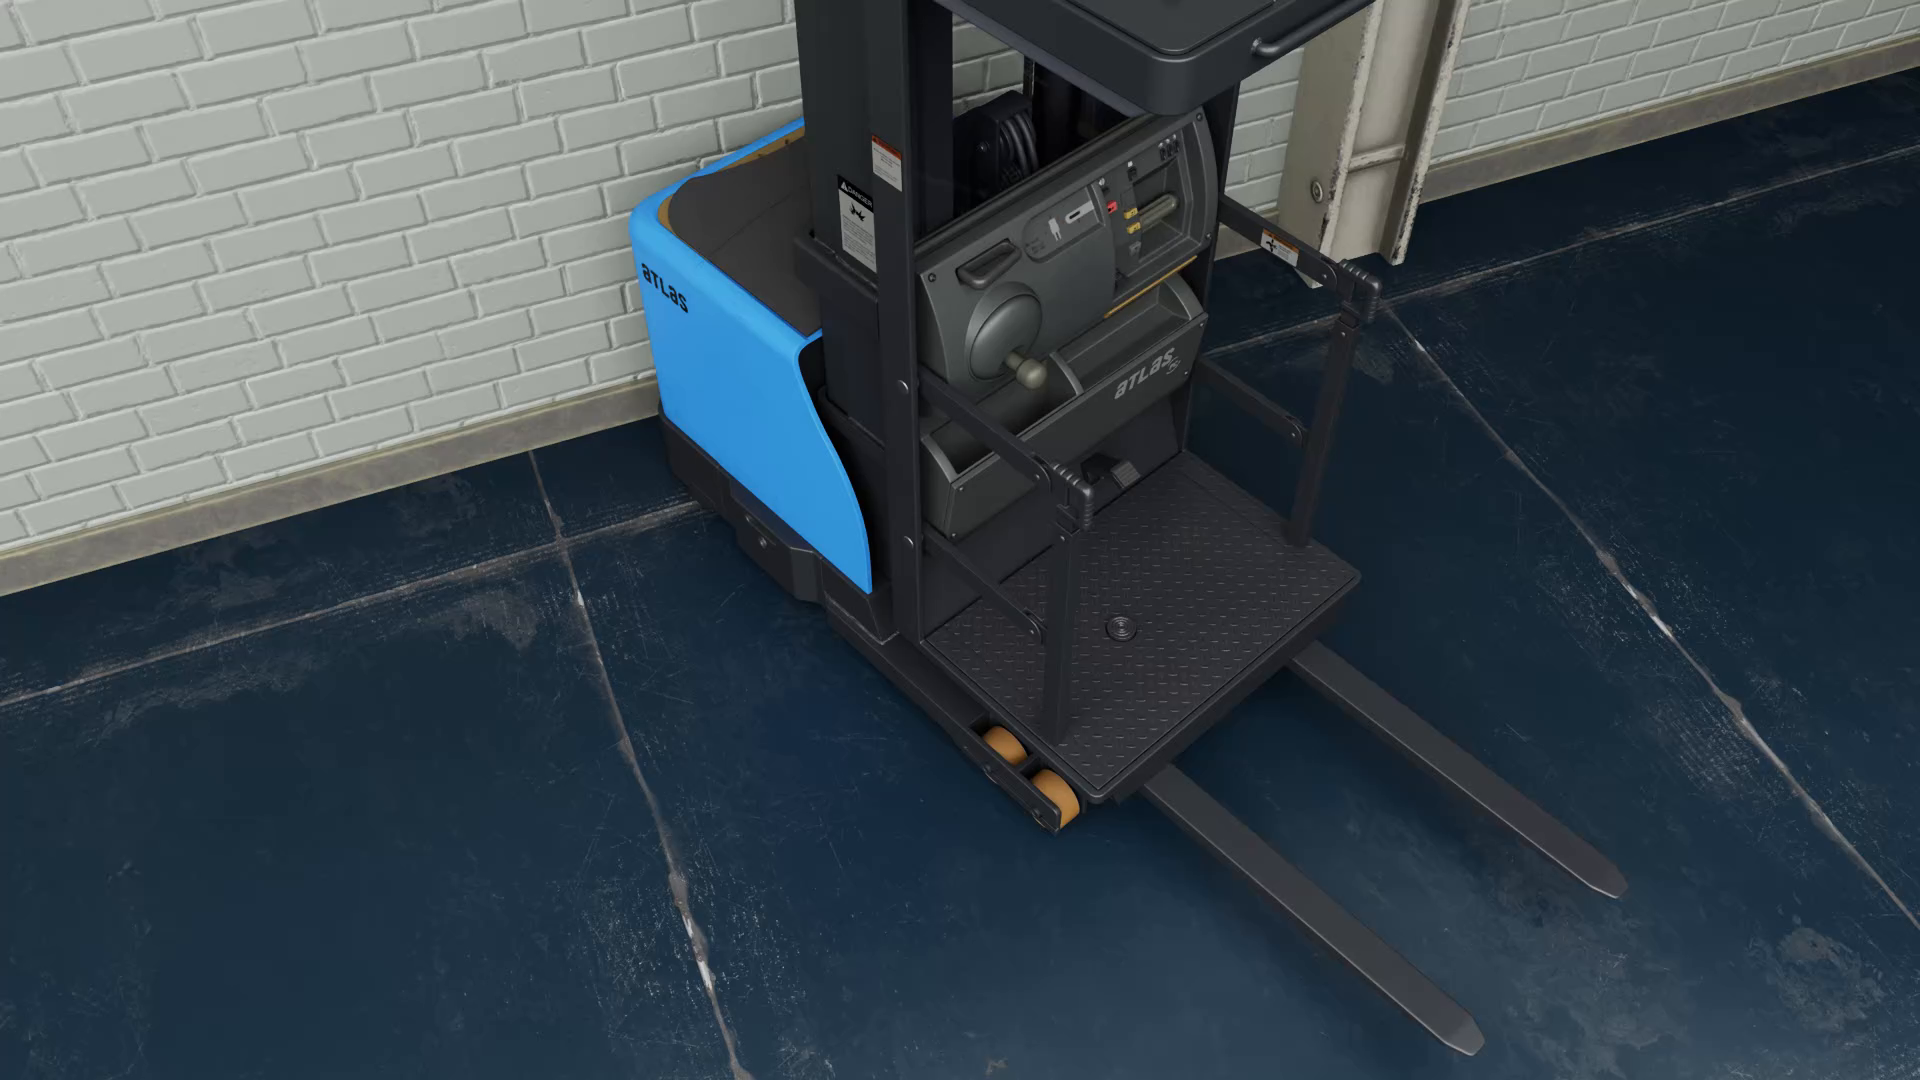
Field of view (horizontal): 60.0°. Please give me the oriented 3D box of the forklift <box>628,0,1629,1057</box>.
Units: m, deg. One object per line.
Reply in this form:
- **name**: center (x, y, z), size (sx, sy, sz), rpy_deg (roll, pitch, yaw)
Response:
- **forklift**: center (0.423, -0.608, 3.840), size (1.130, 2.935, 3.031), rpy_deg (-35, 58, -26)

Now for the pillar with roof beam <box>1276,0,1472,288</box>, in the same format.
- **pillar with roof beam**: center (3.027, -0.985, 0.164), size (0.400, 9.000, 9.100), rpy_deg (-17, 52, -14)
